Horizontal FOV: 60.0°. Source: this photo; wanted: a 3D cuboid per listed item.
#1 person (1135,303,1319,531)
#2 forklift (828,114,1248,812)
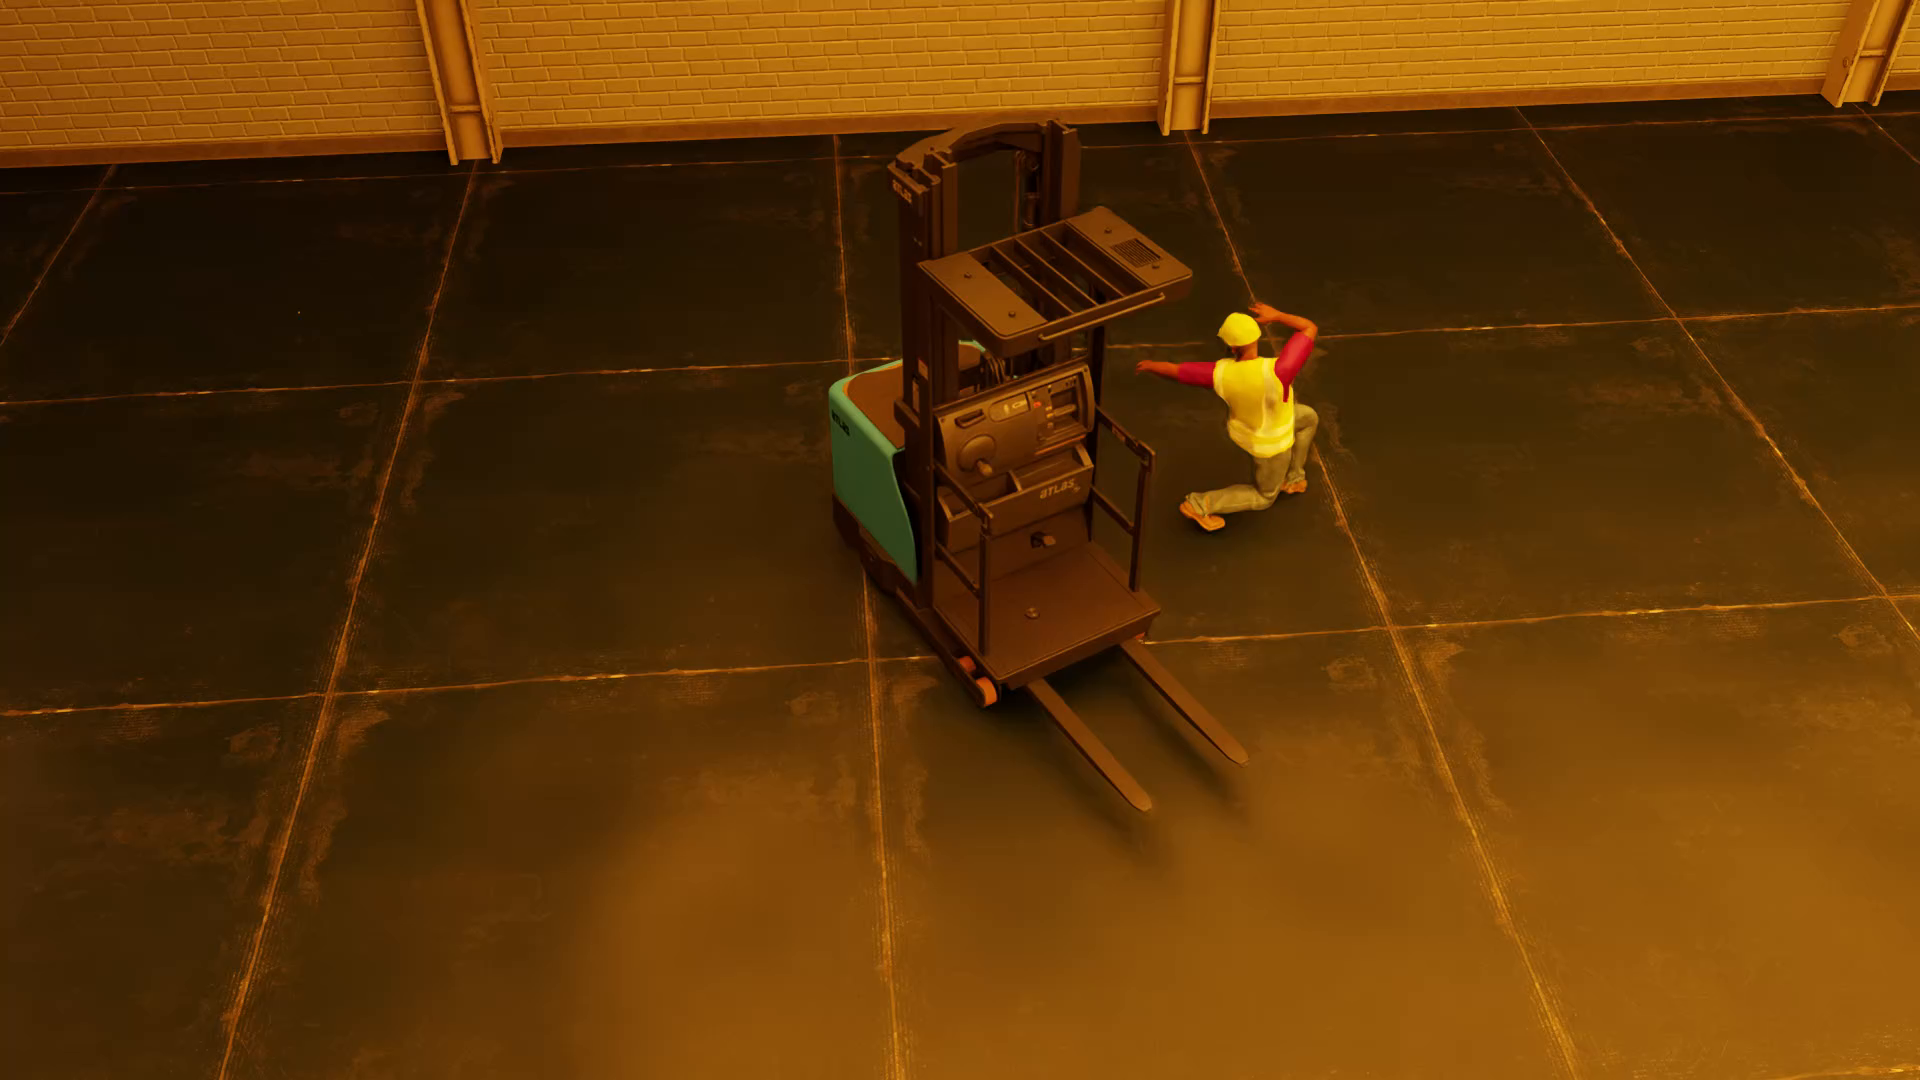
[{"bbox_3d":[1.674,-0.870,10.082,0.957,1.469,1.002,-22,45,-24],"label":"person"},{"bbox_3d":[0.414,-0.546,8.577,1.130,2.935,3.031,-21,45,-23],"label":"forklift"}]
